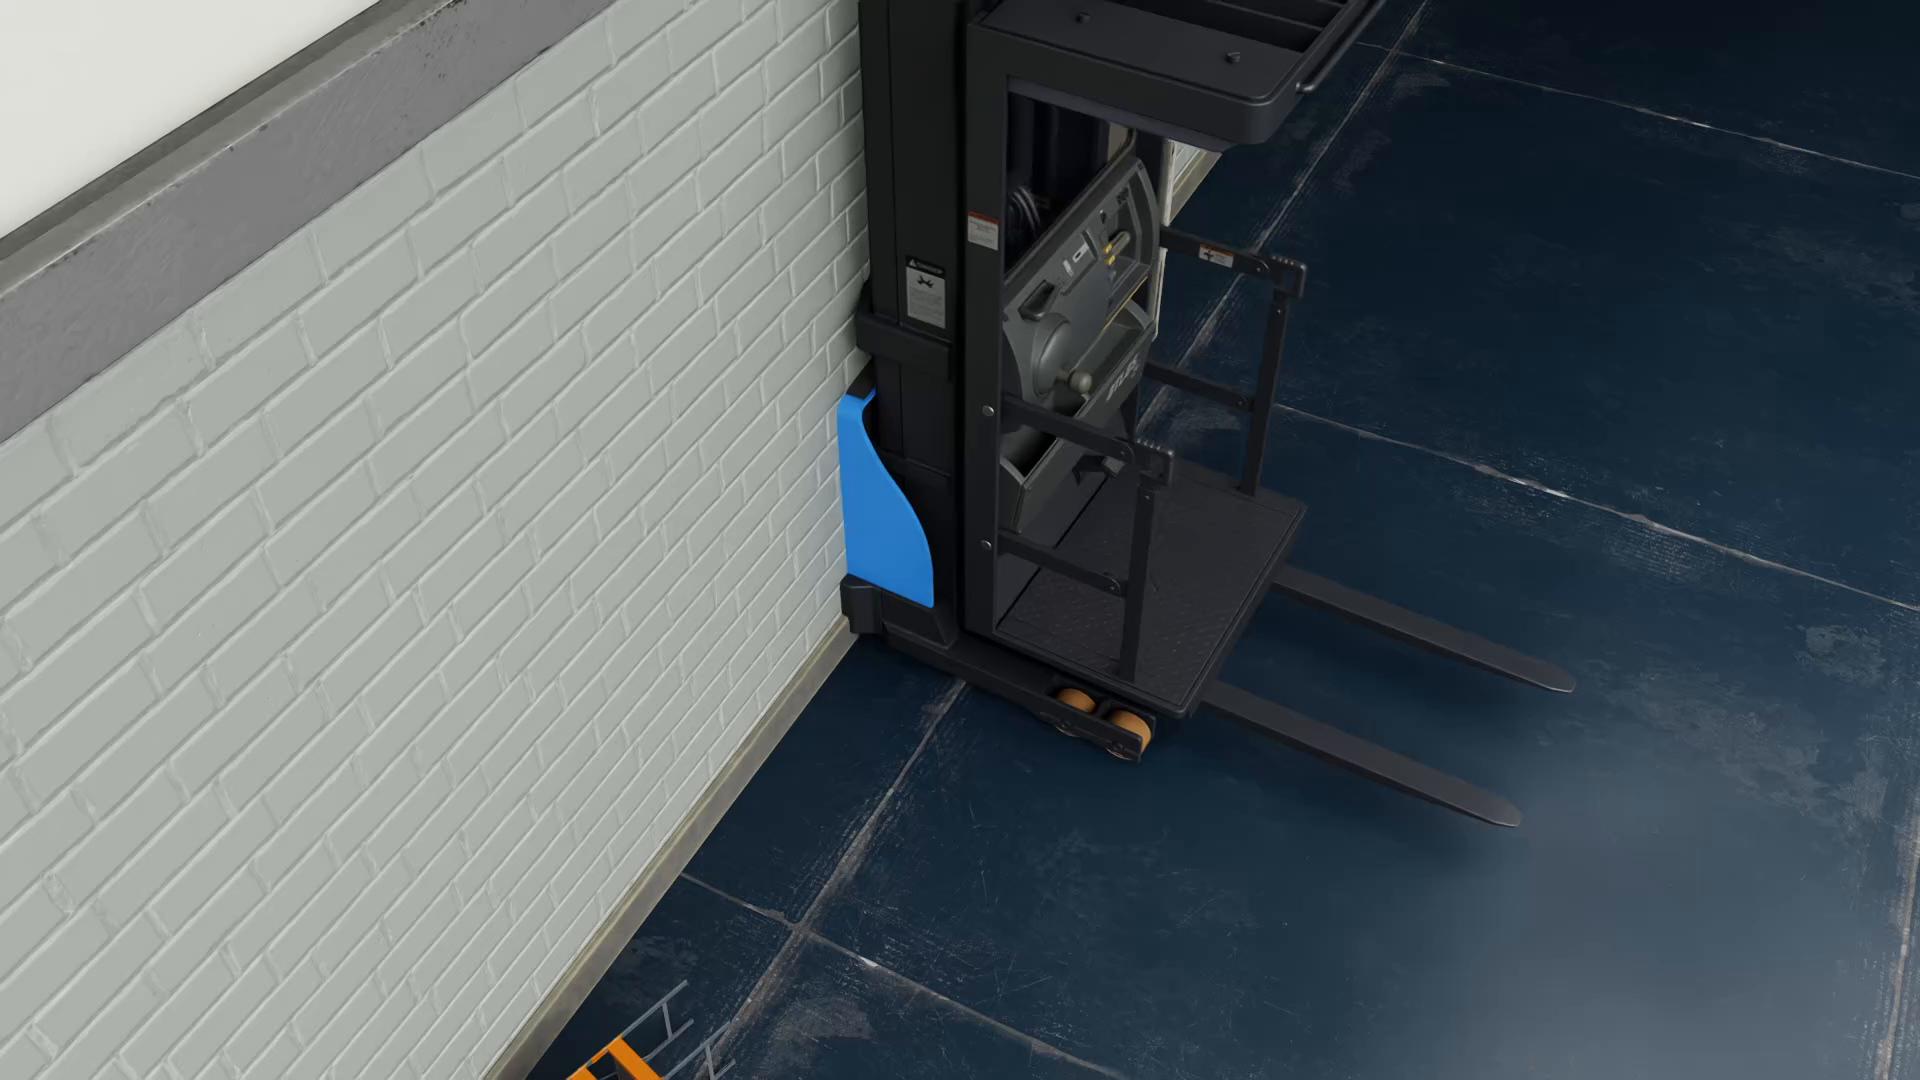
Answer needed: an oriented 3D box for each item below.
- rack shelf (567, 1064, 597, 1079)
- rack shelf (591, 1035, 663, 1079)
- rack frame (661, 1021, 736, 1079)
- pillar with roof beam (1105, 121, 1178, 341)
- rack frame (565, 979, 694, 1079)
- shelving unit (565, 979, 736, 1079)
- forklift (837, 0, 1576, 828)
[{"bbox_3d":[-0.984,1.571,4.507,0.180,0.258,0.103,35,53,28],"label":"rack shelf"},{"bbox_3d":[-0.902,1.510,4.571,0.180,0.258,0.103,35,53,28],"label":"rack shelf"},{"bbox_3d":[-1.051,1.715,4.362,0.006,0.240,1.200,35,53,28],"label":"rack frame"},{"bbox_3d":[4.432,-2.549,2.442,9.100,9.000,0.400,20,49,19],"label":"pillar with roof beam"},{"bbox_3d":[-1.184,1.623,4.447,0.006,0.240,1.200,35,53,28],"label":"rack frame"},{"bbox_3d":[-1.118,1.669,4.404,0.189,0.258,1.200,35,53,28],"label":"shelving unit"},{"bbox_3d":[0.551,-0.737,4.918,3.031,2.935,1.130,22,49,20],"label":"forklift"}]
